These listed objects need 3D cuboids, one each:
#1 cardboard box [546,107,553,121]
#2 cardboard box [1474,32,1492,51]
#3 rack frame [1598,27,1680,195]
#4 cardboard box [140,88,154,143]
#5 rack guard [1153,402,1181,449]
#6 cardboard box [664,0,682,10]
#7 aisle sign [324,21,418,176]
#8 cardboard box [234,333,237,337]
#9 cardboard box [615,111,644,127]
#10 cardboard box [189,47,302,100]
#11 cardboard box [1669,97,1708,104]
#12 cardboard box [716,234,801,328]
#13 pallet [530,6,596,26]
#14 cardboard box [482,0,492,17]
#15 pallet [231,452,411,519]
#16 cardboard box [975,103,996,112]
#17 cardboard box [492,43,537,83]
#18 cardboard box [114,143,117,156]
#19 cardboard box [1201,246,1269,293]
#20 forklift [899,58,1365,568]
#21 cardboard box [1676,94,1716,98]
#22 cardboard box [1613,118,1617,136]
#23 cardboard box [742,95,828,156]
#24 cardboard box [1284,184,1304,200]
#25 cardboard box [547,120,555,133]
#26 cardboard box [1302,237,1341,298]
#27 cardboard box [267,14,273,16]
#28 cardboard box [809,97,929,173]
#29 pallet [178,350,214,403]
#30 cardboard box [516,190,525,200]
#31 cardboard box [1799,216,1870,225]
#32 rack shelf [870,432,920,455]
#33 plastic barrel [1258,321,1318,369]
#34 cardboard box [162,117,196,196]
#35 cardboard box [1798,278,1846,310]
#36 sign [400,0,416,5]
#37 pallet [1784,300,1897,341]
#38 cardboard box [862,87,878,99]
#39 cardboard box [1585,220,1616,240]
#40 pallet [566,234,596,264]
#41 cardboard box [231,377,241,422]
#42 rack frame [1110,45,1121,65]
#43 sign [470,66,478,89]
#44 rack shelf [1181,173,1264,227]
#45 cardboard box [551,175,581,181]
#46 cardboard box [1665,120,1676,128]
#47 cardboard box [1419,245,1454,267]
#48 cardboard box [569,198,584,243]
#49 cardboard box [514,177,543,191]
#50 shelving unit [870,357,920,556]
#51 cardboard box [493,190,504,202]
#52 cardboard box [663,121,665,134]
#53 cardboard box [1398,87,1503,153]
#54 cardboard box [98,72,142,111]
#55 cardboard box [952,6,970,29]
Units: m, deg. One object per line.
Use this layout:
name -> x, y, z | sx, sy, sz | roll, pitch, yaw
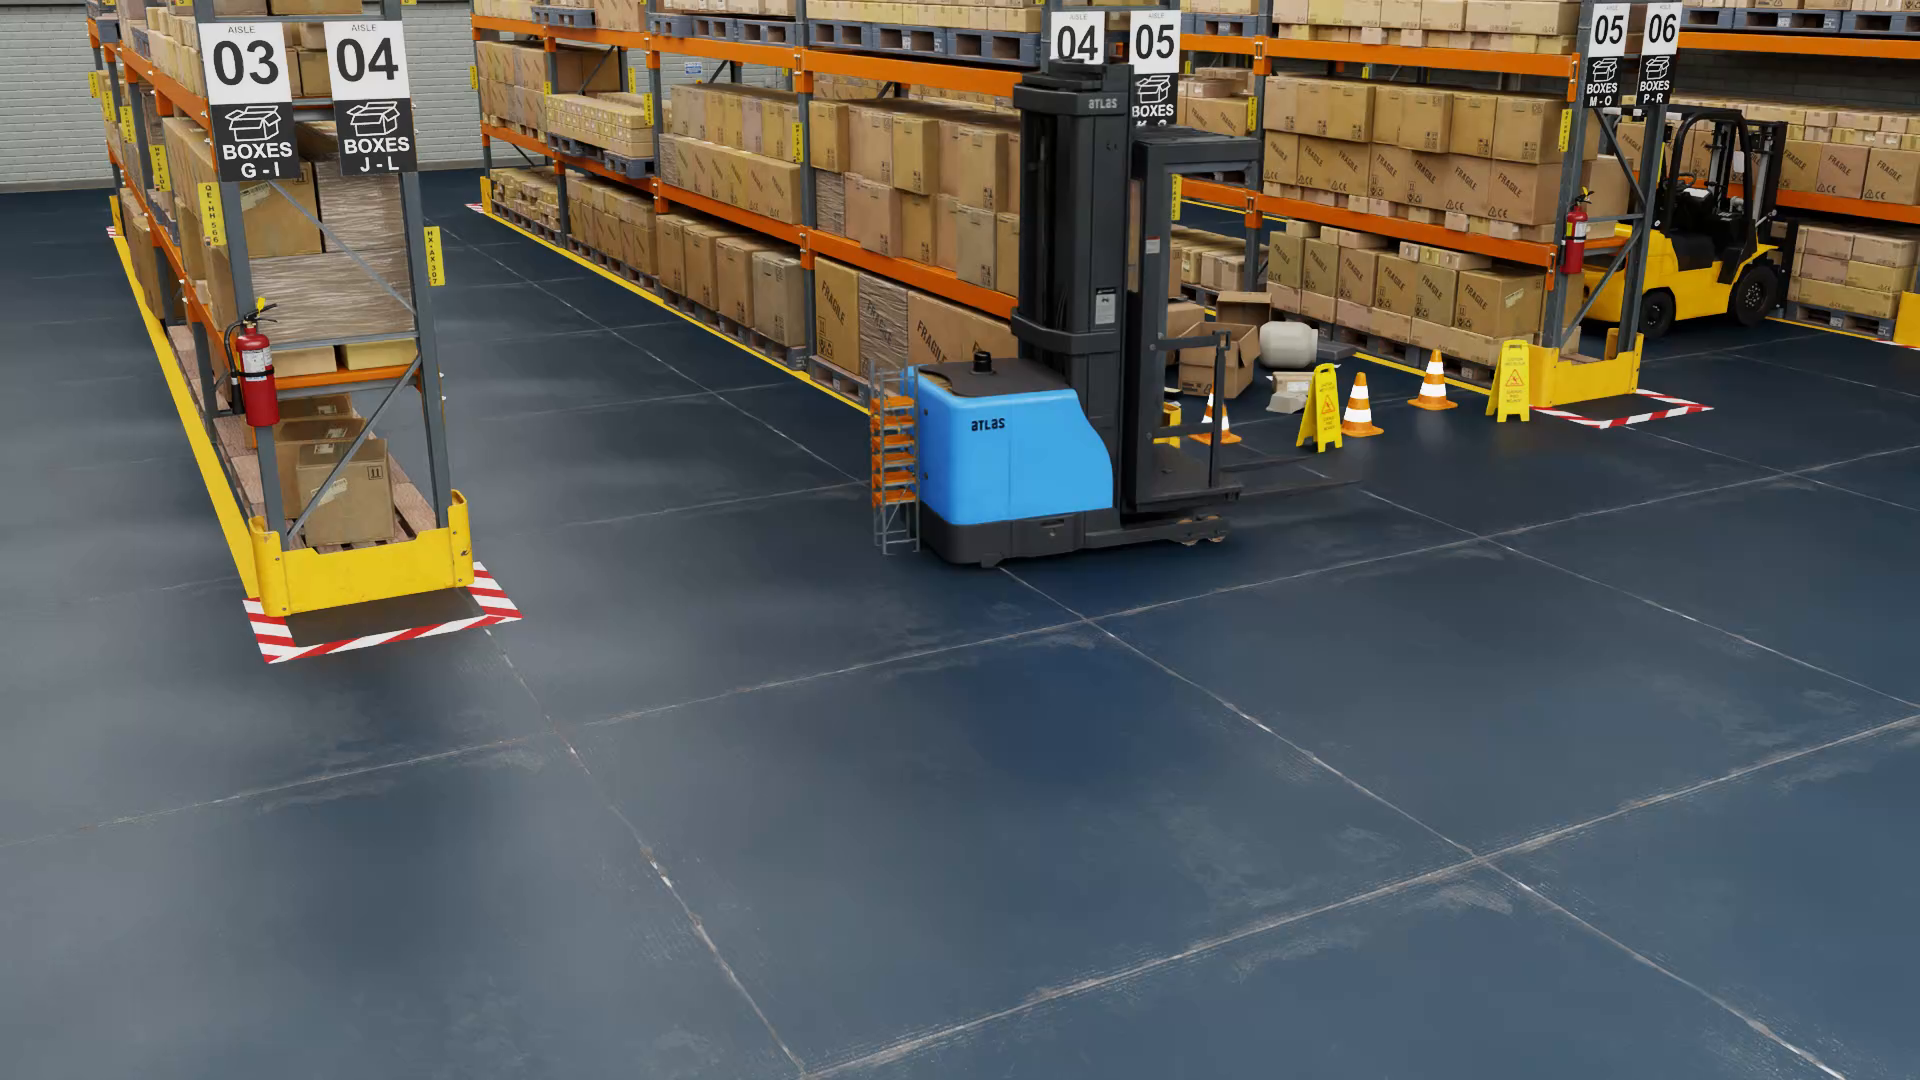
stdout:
cardboard box -> -4.931, -5.314, 20.718 | 0.380, 0.149, 0.250 | -10, 21, -26
cardboard box -> 4.573, -4.218, 14.044 | 0.380, 0.149, 0.250 | -10, 21, -26
rack frame -> 7.760, -4.547, 19.211 | 1.000, 3.000, 0.127 | -10, 21, -27
cardboard box -> -7.867, -4.312, 16.838 | 0.797, 0.503, 0.637 | -9, 21, -25
rack guard -> 0.996, -0.645, 11.733 | 1.175, 0.500, 0.348 | -10, 21, -27
cardboard box -> -2.664, -5.509, 16.740 | 0.500, 0.311, 0.500 | -10, 21, -27
aisle sign -> -3.135, -2.352, 8.862 | 0.394, 0.787, 0.004 | -10, 21, -27
cardboard box -> -4.353, -1.381, 10.421 | 0.380, 0.149, 0.250 | -10, 21, -27
cardboard box -> -3.568, -4.633, 18.288 | 0.380, 0.149, 0.250 | -10, 22, -27
cardboard box -> -3.881, -2.540, 9.025 | 0.500, 0.250, 0.500 | -9, 21, -25
cardboard box -> 7.983, -4.771, 18.256 | 0.380, 0.149, 0.250 | -10, 22, -28
cardboard box -> -1.743, -2.558, 16.252 | 1.050, 0.750, 0.750 | -10, 21, -27
pallet -> -4.514, -6.413, 20.309 | 1.213, 0.211, 1.003 | -10, 21, -27
cardboard box -> -6.379, -7.453, 23.263 | 0.500, 0.250, 0.500 | -9, 21, -25
pallet -> -4.394, -0.386, 11.427 | 1.003, 0.211, 1.213 | -10, 21, -27
cardboard box -> 0.533, -5.481, 21.380 | 0.500, 0.250, 0.500 | -11, 22, -28
cardboard box -> -6.161, -6.620, 23.076 | 0.500, 0.500, 0.500 | -11, 22, -28
cardboard box -> -10.049, -4.752, 20.190 | 0.380, 0.149, 0.250 | -10, 21, -26
cardboard box -> 3.142, -2.884, 17.775 | 0.950, 0.372, 0.625 | -10, 21, -26
forklift -> 1.177, -1.502, 10.490 | 3.031, 2.935, 1.130 | -7, 20, -20
cardboard box -> 8.260, -4.918, 18.683 | 0.380, 0.149, 0.250 | -11, 22, -28
cardboard box -> 7.302, -4.814, 19.447 | 0.500, 0.250, 0.500 | -10, 22, -28
cardboard box -> -1.641, -3.935, 15.752 | 0.700, 0.500, 0.500 | -10, 21, -26
cardboard box -> 3.427, -3.454, 16.427 | 0.380, 0.149, 0.250 | -9, 21, -25
cardboard box -> -4.931, -5.173, 20.767 | 0.380, 0.149, 0.250 | -11, 22, -29
cardboard box -> 3.701, -2.667, 16.185 | 0.500, 0.500, 0.500 | -9, 21, -24
cardboard box -> -4.103, -3.187, 10.290 | 0.380, 0.149, 0.250 | -10, 22, -27
cardboard box -> -0.770, -3.452, 14.150 | 0.875, 0.550, 0.550 | -10, 21, -27
pallet -> -6.282, -1.498, 14.649 | 1.003, 0.211, 1.213 | -10, 21, -27
cardboard box -> -6.080, -4.932, 23.596 | 0.380, 0.149, 0.250 | -11, 22, -29
cardboard box -> 9.130, -3.226, 17.419 | 0.500, 0.250, 0.500 | -10, 21, -27
rack shelf -> -0.401, -0.582, 10.245 | 0.258, 0.103, 0.180 | -7, 20, -20
plastic barrel -> 2.980, -1.770, 15.111 | 0.512, 0.421, 0.421 | 4, 19, 11
cardboard box -> -5.338, -2.734, 11.814 | 0.500, 0.500, 0.500 | -10, 21, -27
cardboard box -> 8.931, -2.528, 16.930 | 0.500, 0.250, 0.500 | -10, 21, -27
sign -> -2.951, -3.009, 8.815 | 0.100, 0.325, 0.005 | -10, 21, -27
pallet -> 9.260, -2.294, 16.955 | 1.003, 0.211, 1.213 | -10, 21, -27
cardboard box -> -1.100, -6.361, 24.315 | 0.500, 0.500, 0.500 | -11, 22, -28
cardboard box -> 5.314, -2.640, 14.068 | 0.380, 0.149, 0.250 | -10, 21, -26
pallet -> -4.343, -3.737, 21.136 | 1.003, 0.211, 1.213 | -10, 21, -27
cardboard box -> -5.173, -1.138, 12.519 | 0.500, 0.500, 0.500 | -11, 22, -28
rack frame -> 1.494, -4.925, 20.307 | 1.000, 3.000, 0.127 | -10, 21, -27
sign -> -7.090, -6.751, 24.271 | 0.100, 0.325, 0.005 | -10, 21, -27
rack shelf -> 2.444, -4.011, 18.760 | 1.077, 0.370, 4.000 | -10, 21, -27
cardboard box -> -5.564, -5.064, 23.525 | 0.380, 0.149, 0.250 | -11, 22, -28
cardboard box -> 7.953, -4.624, 18.286 | 0.380, 0.149, 0.250 | -10, 21, -27
cardboard box -> 4.333, -2.546, 14.839 | 0.380, 0.149, 0.250 | -10, 21, -26
cardboard box -> -4.596, -4.042, 20.934 | 0.500, 0.500, 0.500 | -9, 21, -25
cardboard box -> -6.021, -4.981, 23.281 | 0.380, 0.149, 0.250 | -10, 21, -26
shelving unit -> -0.401, -0.510, 10.270 | 0.258, 1.200, 0.189 | -7, 20, -20
cardboard box -> -6.646, -5.077, 24.473 | 0.380, 0.149, 0.250 | -10, 21, -26
cardboard box -> -3.247, -4.746, 19.072 | 0.380, 0.149, 0.250 | -10, 21, -26
cardboard box -> 4.292, -3.679, 14.553 | 0.700, 0.500, 0.500 | -10, 22, -27
cardboard box -> -10.547, -5.640, 21.003 | 0.500, 0.500, 0.500 | -11, 22, -28
cardboard box -> 0.168, -3.640, 11.571 | 0.380, 0.149, 0.250 | -10, 21, -26
